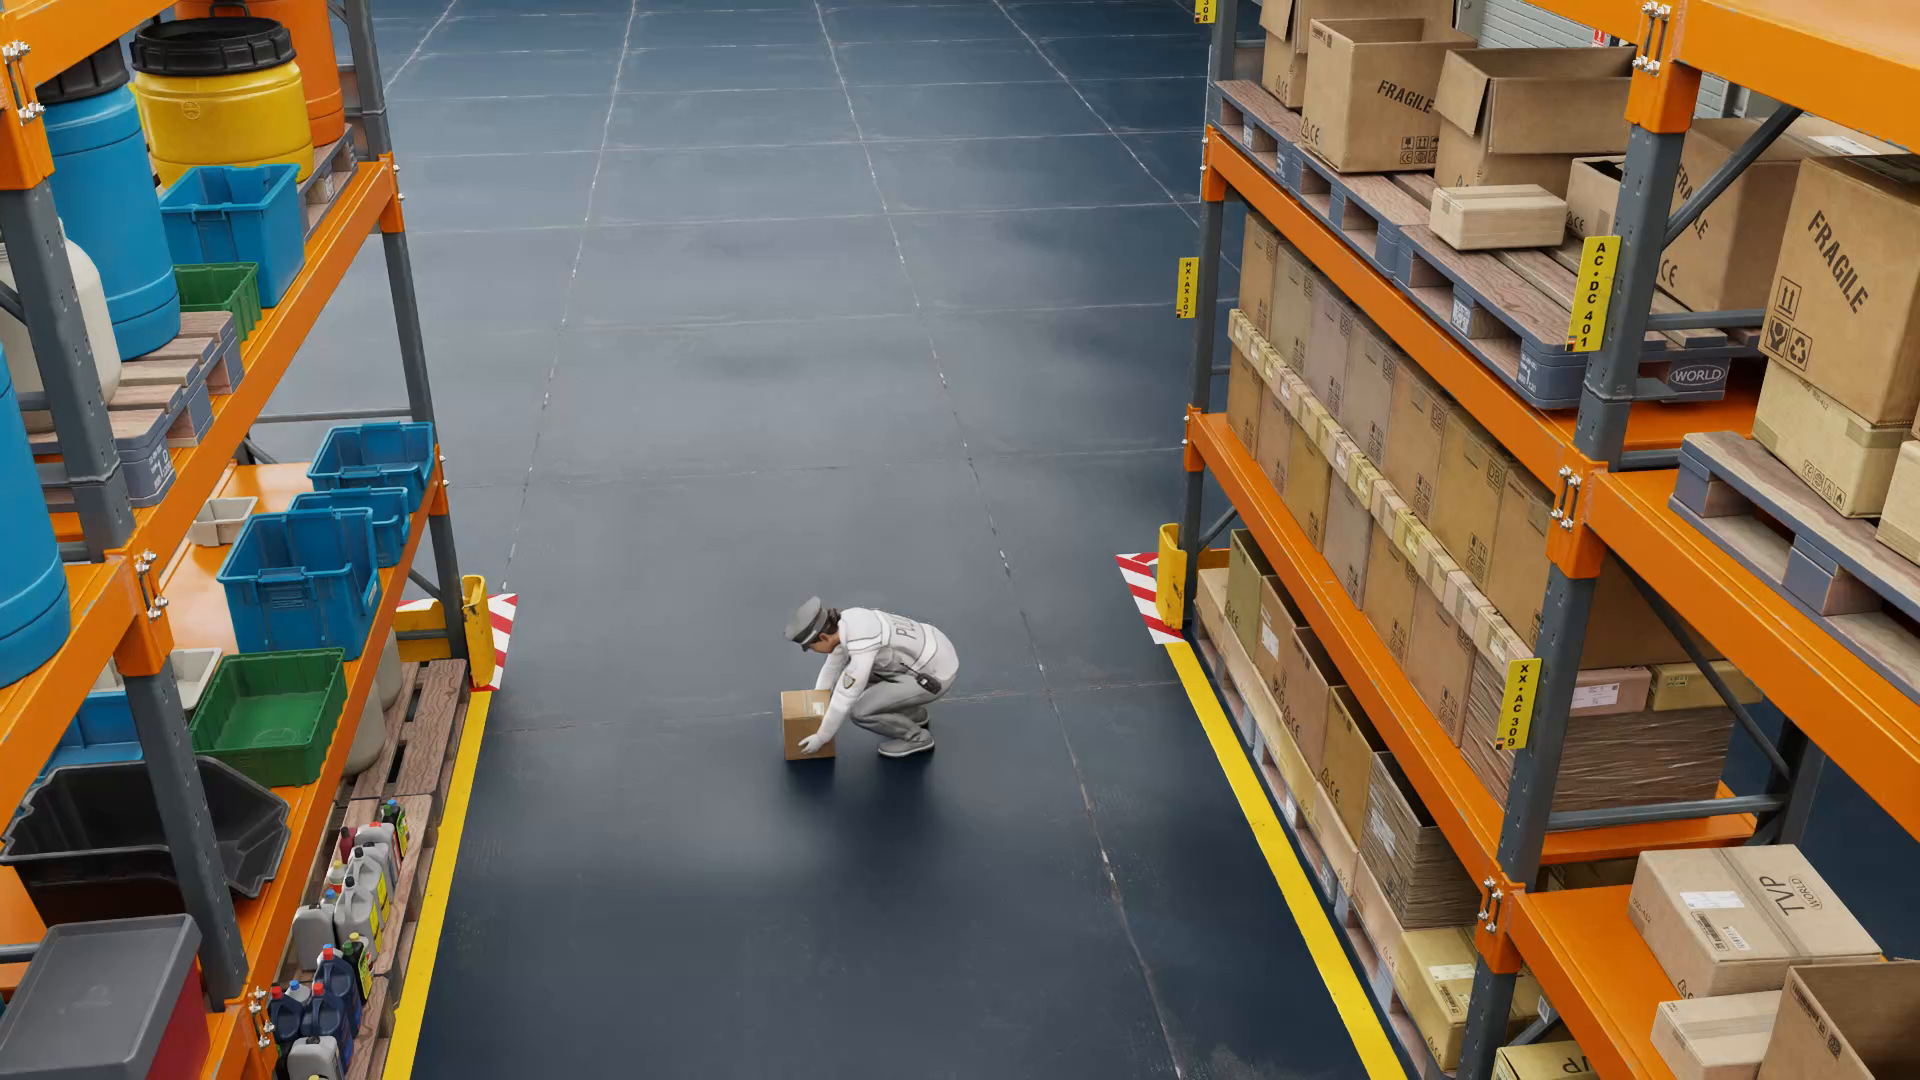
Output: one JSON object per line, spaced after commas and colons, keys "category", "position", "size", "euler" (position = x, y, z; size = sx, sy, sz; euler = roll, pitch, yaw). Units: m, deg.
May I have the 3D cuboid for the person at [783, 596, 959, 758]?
{"category": "person", "position": [-0.437, 0.642, 8.256], "size": [0.858, 0.866, 0.484], "euler": [-4, 28, -7]}
